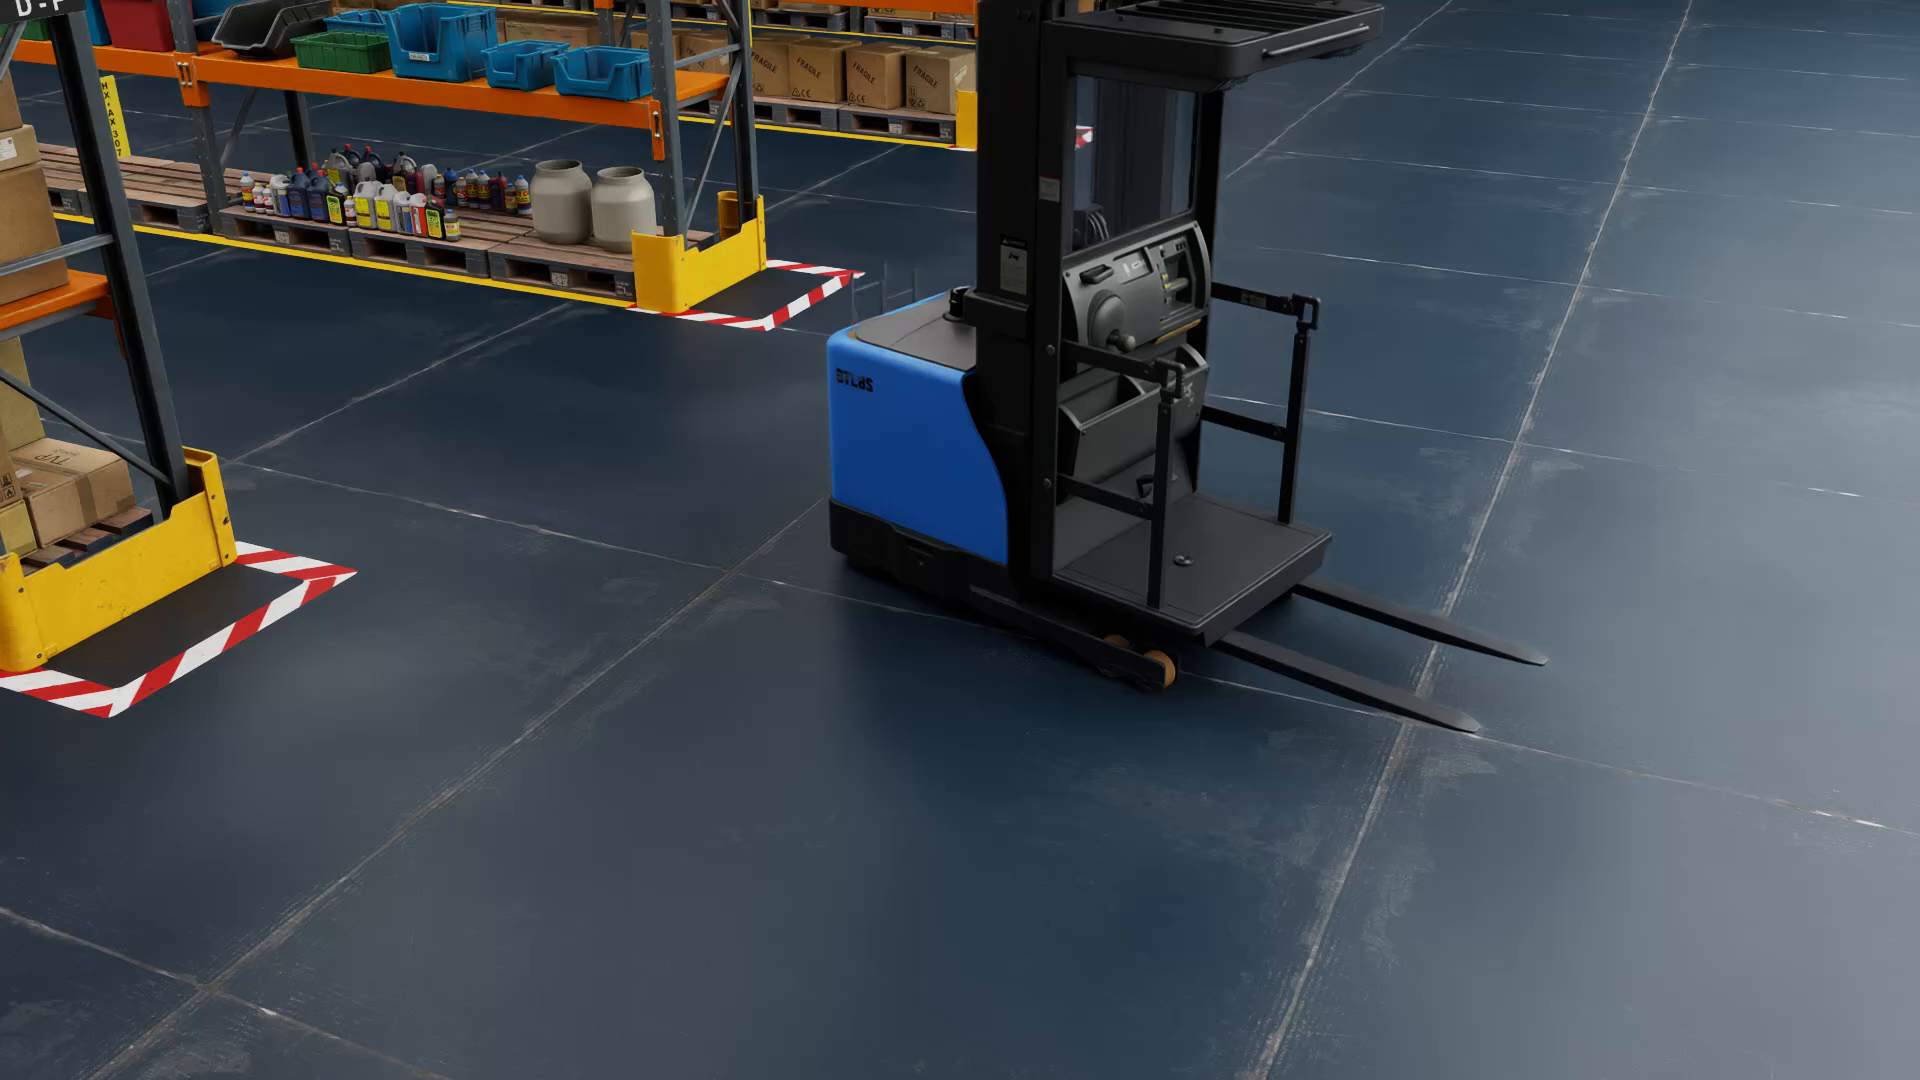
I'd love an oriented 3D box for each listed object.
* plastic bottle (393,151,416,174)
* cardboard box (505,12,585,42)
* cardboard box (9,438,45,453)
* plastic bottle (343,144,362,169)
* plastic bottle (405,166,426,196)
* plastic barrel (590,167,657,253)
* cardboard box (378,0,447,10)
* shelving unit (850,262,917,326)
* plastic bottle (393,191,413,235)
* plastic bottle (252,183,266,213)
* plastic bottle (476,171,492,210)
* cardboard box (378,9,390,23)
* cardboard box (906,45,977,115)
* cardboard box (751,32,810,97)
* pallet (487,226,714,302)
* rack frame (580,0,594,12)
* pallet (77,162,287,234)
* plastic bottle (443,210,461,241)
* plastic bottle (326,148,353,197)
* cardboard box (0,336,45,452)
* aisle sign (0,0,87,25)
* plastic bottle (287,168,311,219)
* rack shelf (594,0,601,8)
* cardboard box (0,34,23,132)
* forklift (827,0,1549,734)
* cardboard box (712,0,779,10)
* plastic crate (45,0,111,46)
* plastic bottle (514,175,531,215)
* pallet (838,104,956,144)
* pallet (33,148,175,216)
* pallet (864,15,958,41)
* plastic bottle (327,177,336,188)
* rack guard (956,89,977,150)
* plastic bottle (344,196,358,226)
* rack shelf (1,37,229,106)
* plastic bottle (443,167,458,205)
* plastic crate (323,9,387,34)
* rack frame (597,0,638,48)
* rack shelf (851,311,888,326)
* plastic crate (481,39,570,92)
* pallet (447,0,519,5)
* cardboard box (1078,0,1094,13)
[{"bbox_3d":[-4.106,-2.710,12.359,0.185,0.351,0.144,11,28,21],"label":"plastic bottle"},{"bbox_3d":[-4.207,-5.080,17.004,0.500,0.500,0.700,11,28,21],"label":"cardboard box"},{"bbox_3d":[-4.546,-0.307,7.615,0.500,0.250,0.500,11,28,22],"label":"cardboard box"},{"bbox_3d":[-4.575,-2.804,12.550,0.185,0.351,0.144,11,28,20],"label":"plastic bottle"},{"bbox_3d":[-4.003,-2.605,12.223,0.133,0.283,0.061,11,28,22],"label":"plastic bottle"},{"bbox_3d":[-2.270,-2.227,11.219,0.421,0.512,0.421,0,26,0],"label":"plastic barrel"},{"bbox_3d":[-5.762,-5.729,17.473,0.500,0.250,0.500,15,30,28],"label":"cardboard box"},{"bbox_3d":[-0.346,-0.670,7.753,0.189,1.200,0.258,20,33,35],"label":"shelving unit"},{"bbox_3d":[-3.837,-2.283,11.576,0.135,0.276,0.152,11,28,20],"label":"plastic bottle"},{"bbox_3d":[-5.079,-2.486,12.073,0.097,0.201,0.097,0,26,0],"label":"plastic bottle"},{"bbox_3d":[-3.473,-2.558,12.141,0.097,0.271,0.097,0,26,0],"label":"plastic bottle"},{"bbox_3d":[-5.743,-5.385,17.623,0.500,0.500,0.700,9,28,18],"label":"cardboard box"},{"bbox_3d":[-0.150,-4.245,15.330,0.500,0.500,0.500,17,31,31],"label":"cardboard box"},{"bbox_3d":[-1.760,-4.582,16.016,0.500,0.500,0.500,9,28,17],"label":"cardboard box"},{"bbox_3d":[-2.465,-1.960,11.492,1.213,0.211,1.003,11,28,22],"label":"pallet"},{"bbox_3d":[-4.726,-8.496,21.610,0.127,3.000,1.000,11,28,22],"label":"rack frame"},{"bbox_3d":[-6.011,-2.674,12.942,1.213,0.211,1.003,11,28,22],"label":"pallet"},{"bbox_3d":[-3.492,-2.167,11.425,0.097,0.201,0.097,0,26,0],"label":"plastic bottle"},{"bbox_3d":[-4.634,-2.746,12.432,0.185,0.351,0.144,11,28,22],"label":"plastic bottle"},{"bbox_3d":[-4.545,-0.644,7.450,0.500,0.500,0.500,11,28,22],"label":"cardboard box"},{"bbox_3d":[-3.506,-2.352,6.188,0.004,0.787,0.394,11,28,22],"label":"aisle sign"},{"bbox_3d":[-4.717,-2.491,11.915,0.185,0.351,0.144,12,29,23],"label":"plastic bottle"},{"bbox_3d":[-5.051,-5.831,17.013,4.000,0.370,1.077,11,28,22],"label":"rack shelf"},{"bbox_3d":[-4.161,-1.802,6.431,0.500,0.500,0.700,11,28,22],"label":"cardboard box"},{"bbox_3d":[0.867,-0.977,6.417,3.031,2.935,1.130,20,33,35],"label":"forklift"},{"bbox_3d":[-2.564,-7.199,21.047,0.750,0.750,1.050,11,28,22],"label":"cardboard box"},{"bbox_3d":[-6.413,-3.866,12.225,0.575,0.384,0.392,11,28,22],"label":"plastic crate"},{"bbox_3d":[-3.161,-2.496,12.014,0.097,0.271,0.097,0,26,0],"label":"plastic bottle"},{"bbox_3d":[-0.383,-3.983,15.600,1.213,0.211,1.003,11,28,22],"label":"pallet"},{"bbox_3d":[-7.126,-2.896,13.394,1.213,0.211,1.003,11,28,22],"label":"pallet"},{"bbox_3d":[-0.425,-6.343,20.394,1.213,0.211,1.003,11,28,22],"label":"pallet"},{"bbox_3d":[-4.535,-2.478,11.977,0.097,0.271,0.097,0,26,0],"label":"plastic bottle"},{"bbox_3d":[0.342,-3.949,15.206,0.348,0.500,1.175,11,28,22],"label":"rack guard"},{"bbox_3d":[-4.298,-2.329,11.754,0.097,0.201,0.097,0,26,0],"label":"plastic bottle"},{"bbox_3d":[-7.101,-3.840,12.968,4.000,0.370,1.077,11,28,22],"label":"rack shelf"},{"bbox_3d":[-3.748,-2.614,12.253,0.097,0.271,0.097,0,26,0],"label":"plastic bottle"},{"bbox_3d":[-4.161,-3.637,11.909,0.616,0.251,0.499,11,28,22],"label":"plastic crate"},{"bbox_3d":[-3.230,-5.788,16.111,0.127,3.000,1.000,11,28,22],"label":"rack frame"},{"bbox_3d":[-0.346,-0.953,7.613,0.180,0.103,0.258,20,33,35],"label":"rack shelf"},{"bbox_3d":[-2.807,-3.091,10.801,0.408,0.251,0.499,11,28,22],"label":"plastic crate"},{"bbox_3d":[-6.544,-7.612,22.971,1.213,0.211,1.003,11,28,22],"label":"pallet"},{"bbox_3d":[1.912,-6.365,19.213,0.875,0.875,0.875,12,28,22],"label":"cardboard box"}]
